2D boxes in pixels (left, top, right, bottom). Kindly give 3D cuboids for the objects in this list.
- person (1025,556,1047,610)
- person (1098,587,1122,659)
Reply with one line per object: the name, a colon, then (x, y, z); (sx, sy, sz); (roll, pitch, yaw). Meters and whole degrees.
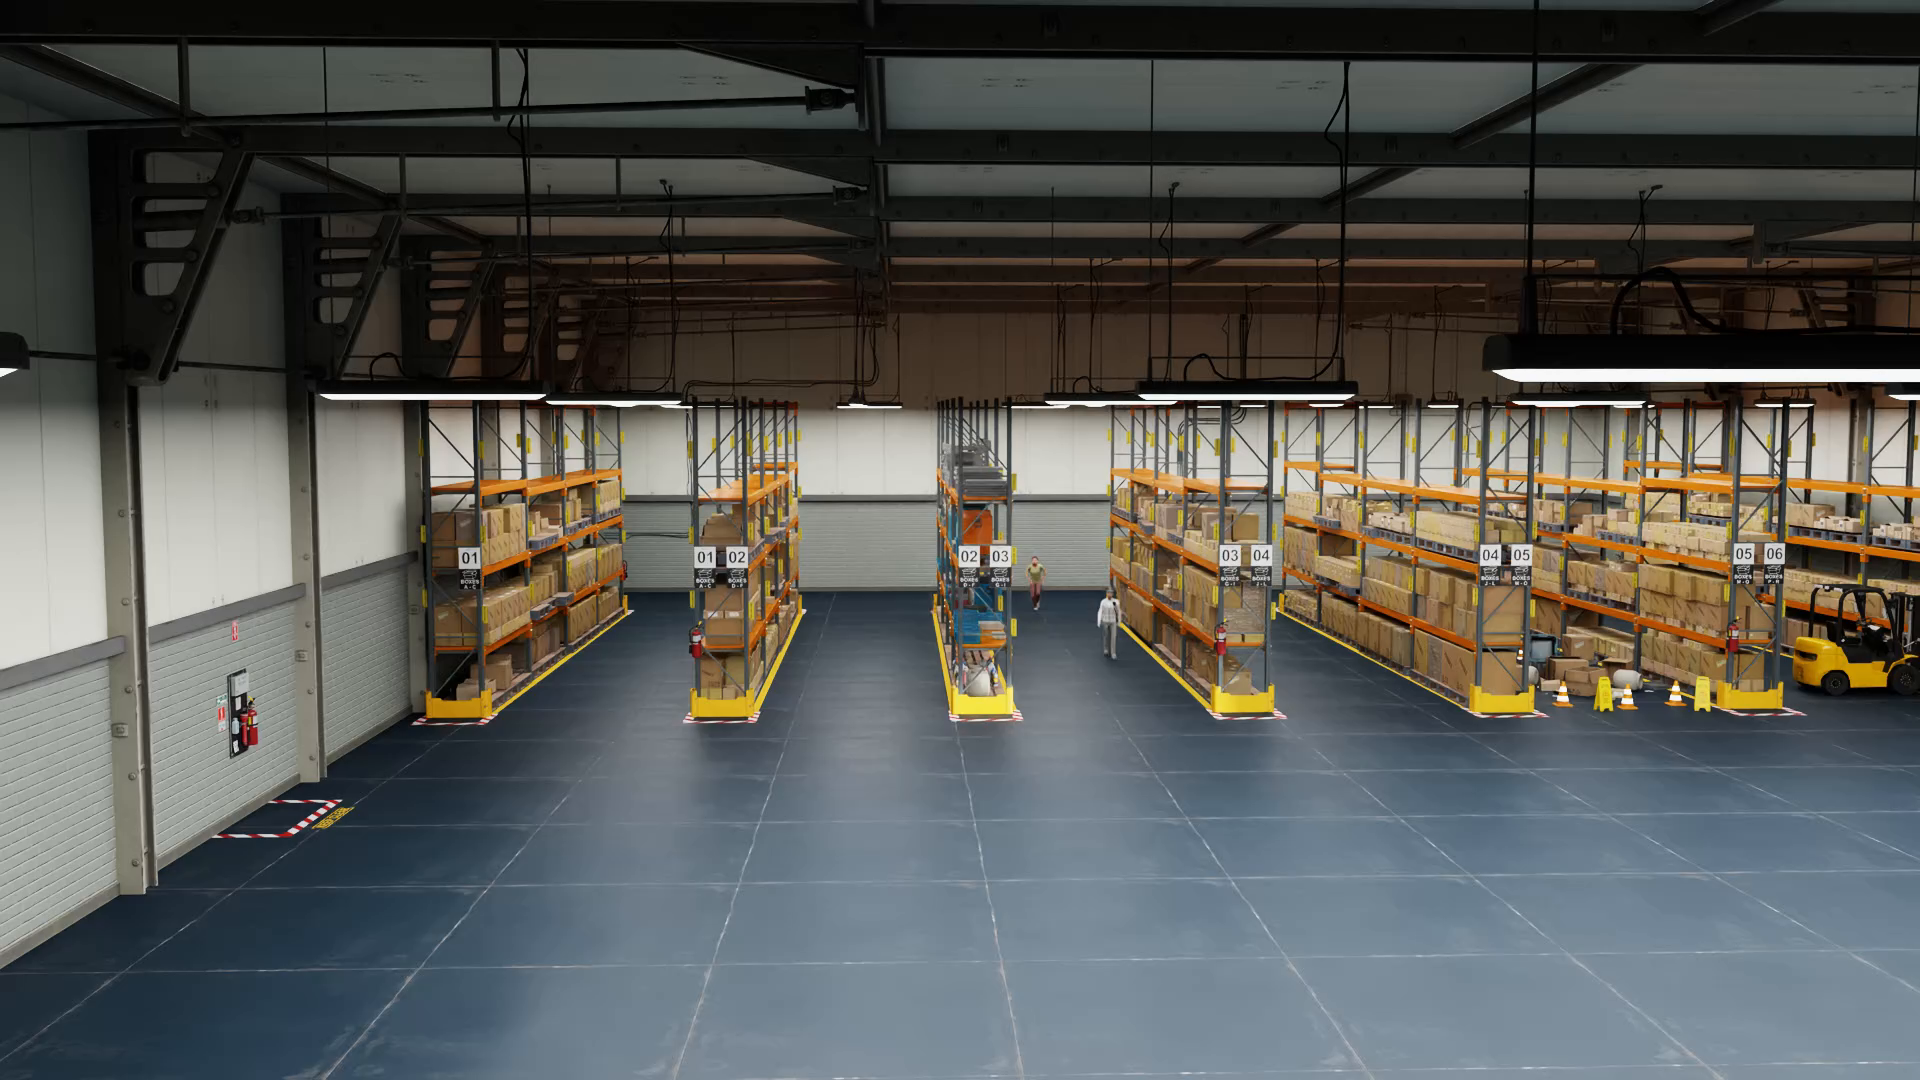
person: (2.191, 1.238, 47.916); (0.611, 1.579, 0.683); (0, 4, 6)
person: (3.483, 1.895, 38.669); (0.571, 1.620, 1.034); (0, 4, 1)
